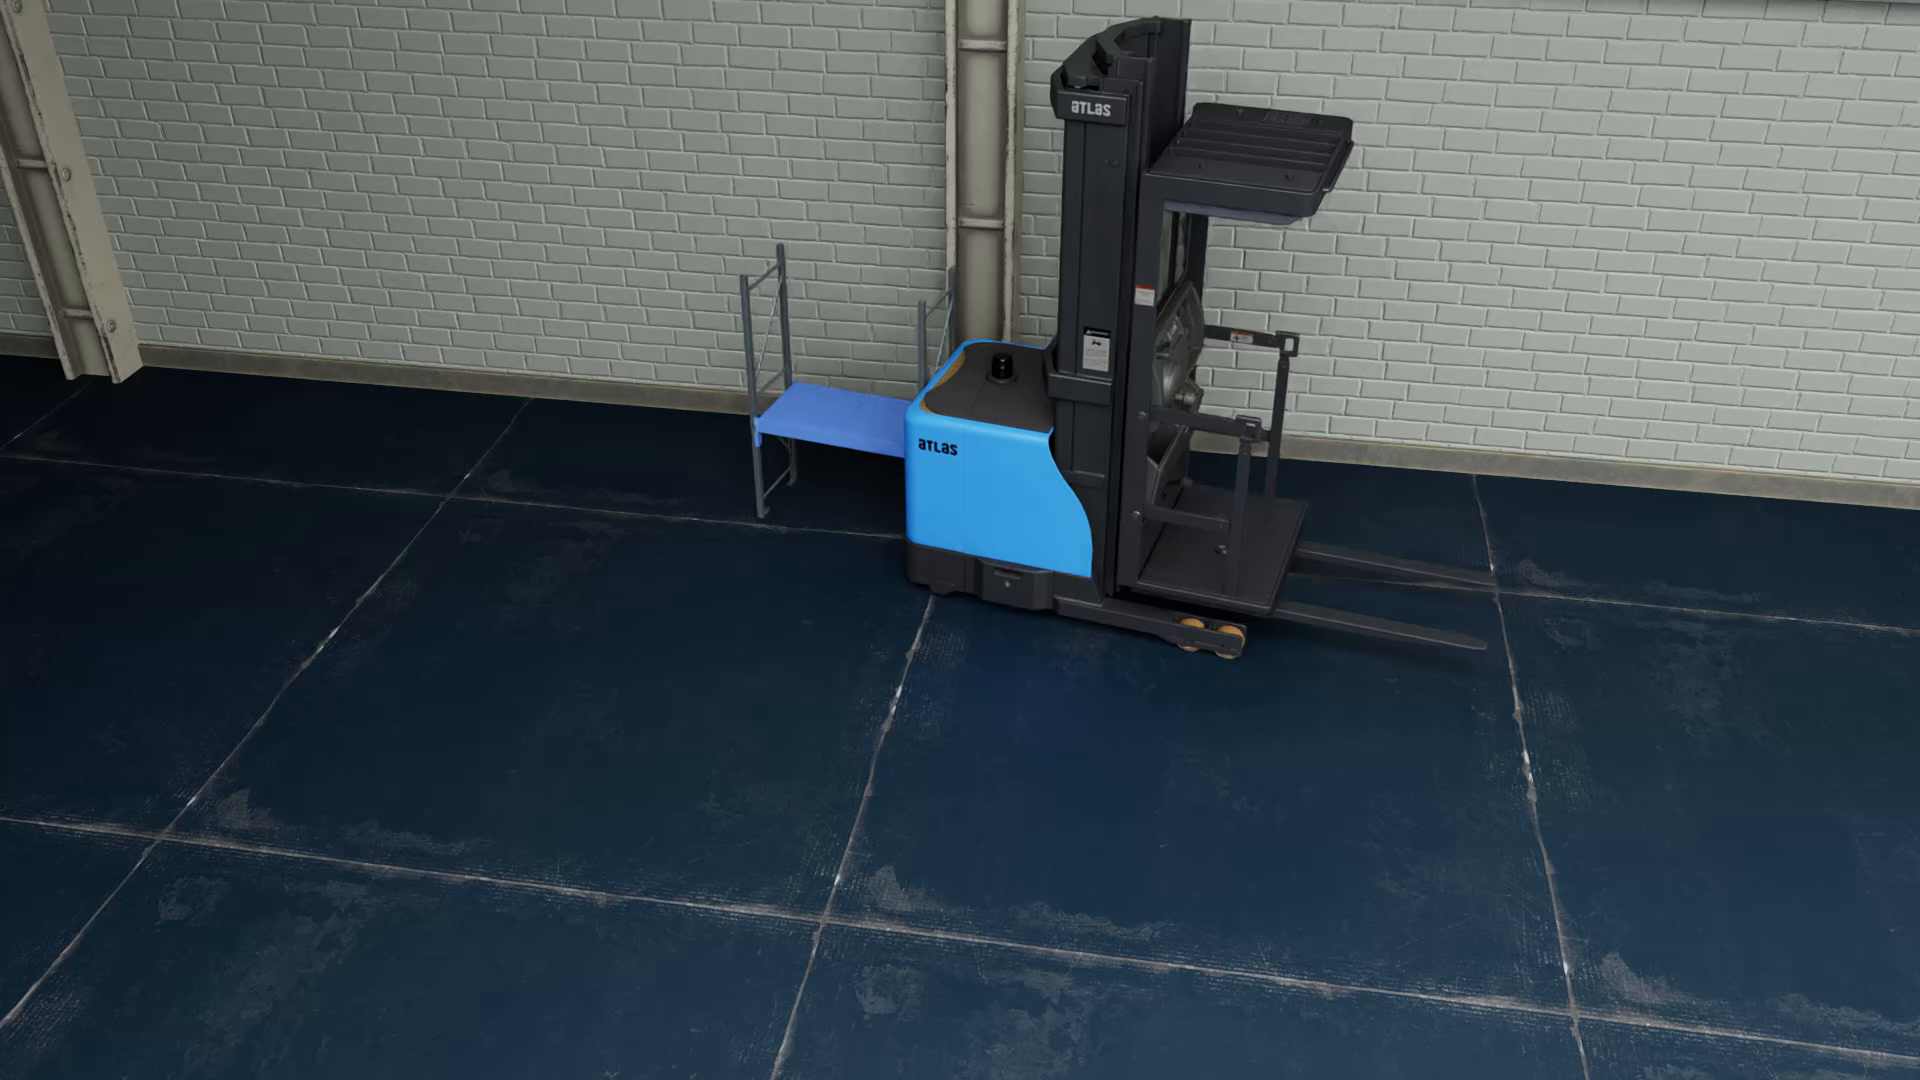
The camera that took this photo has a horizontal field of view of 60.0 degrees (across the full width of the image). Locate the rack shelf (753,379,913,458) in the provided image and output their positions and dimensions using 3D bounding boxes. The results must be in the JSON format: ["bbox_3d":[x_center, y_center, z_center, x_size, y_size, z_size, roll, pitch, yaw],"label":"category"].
[{"bbox_3d":[-0.596,-0.643,9.377,1.000,0.185,0.538,11,34,17],"label":"rack shelf"}]

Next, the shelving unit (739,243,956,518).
[{"bbox_3d":[-0.596,-0.796,9.281,1.048,1.500,0.538,11,34,17],"label":"shelving unit"}]

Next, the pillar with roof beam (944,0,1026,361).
[{"bbox_3d":[-0.586,-2.169,4.408,0.400,9.000,9.100,5,32,8],"label":"pillar with roof beam"}]

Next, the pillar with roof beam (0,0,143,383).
[{"bbox_3d":[-6.501,-2.705,5.264,0.400,9.000,9.100,5,32,8],"label":"pillar with roof beam"}]

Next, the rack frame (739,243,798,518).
[{"bbox_3d":[-1.074,-0.888,9.428,0.032,1.500,0.500,11,34,17],"label":"rack frame"}]

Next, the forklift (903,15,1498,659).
[{"bbox_3d":[1.270,-0.958,8.192,3.031,2.935,1.130,11,34,17],"label":"forklift"}]

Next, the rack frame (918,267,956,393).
[{"bbox_3d":[-0.119,-0.704,9.135,0.032,1.500,0.500,11,34,17],"label":"rack frame"}]
